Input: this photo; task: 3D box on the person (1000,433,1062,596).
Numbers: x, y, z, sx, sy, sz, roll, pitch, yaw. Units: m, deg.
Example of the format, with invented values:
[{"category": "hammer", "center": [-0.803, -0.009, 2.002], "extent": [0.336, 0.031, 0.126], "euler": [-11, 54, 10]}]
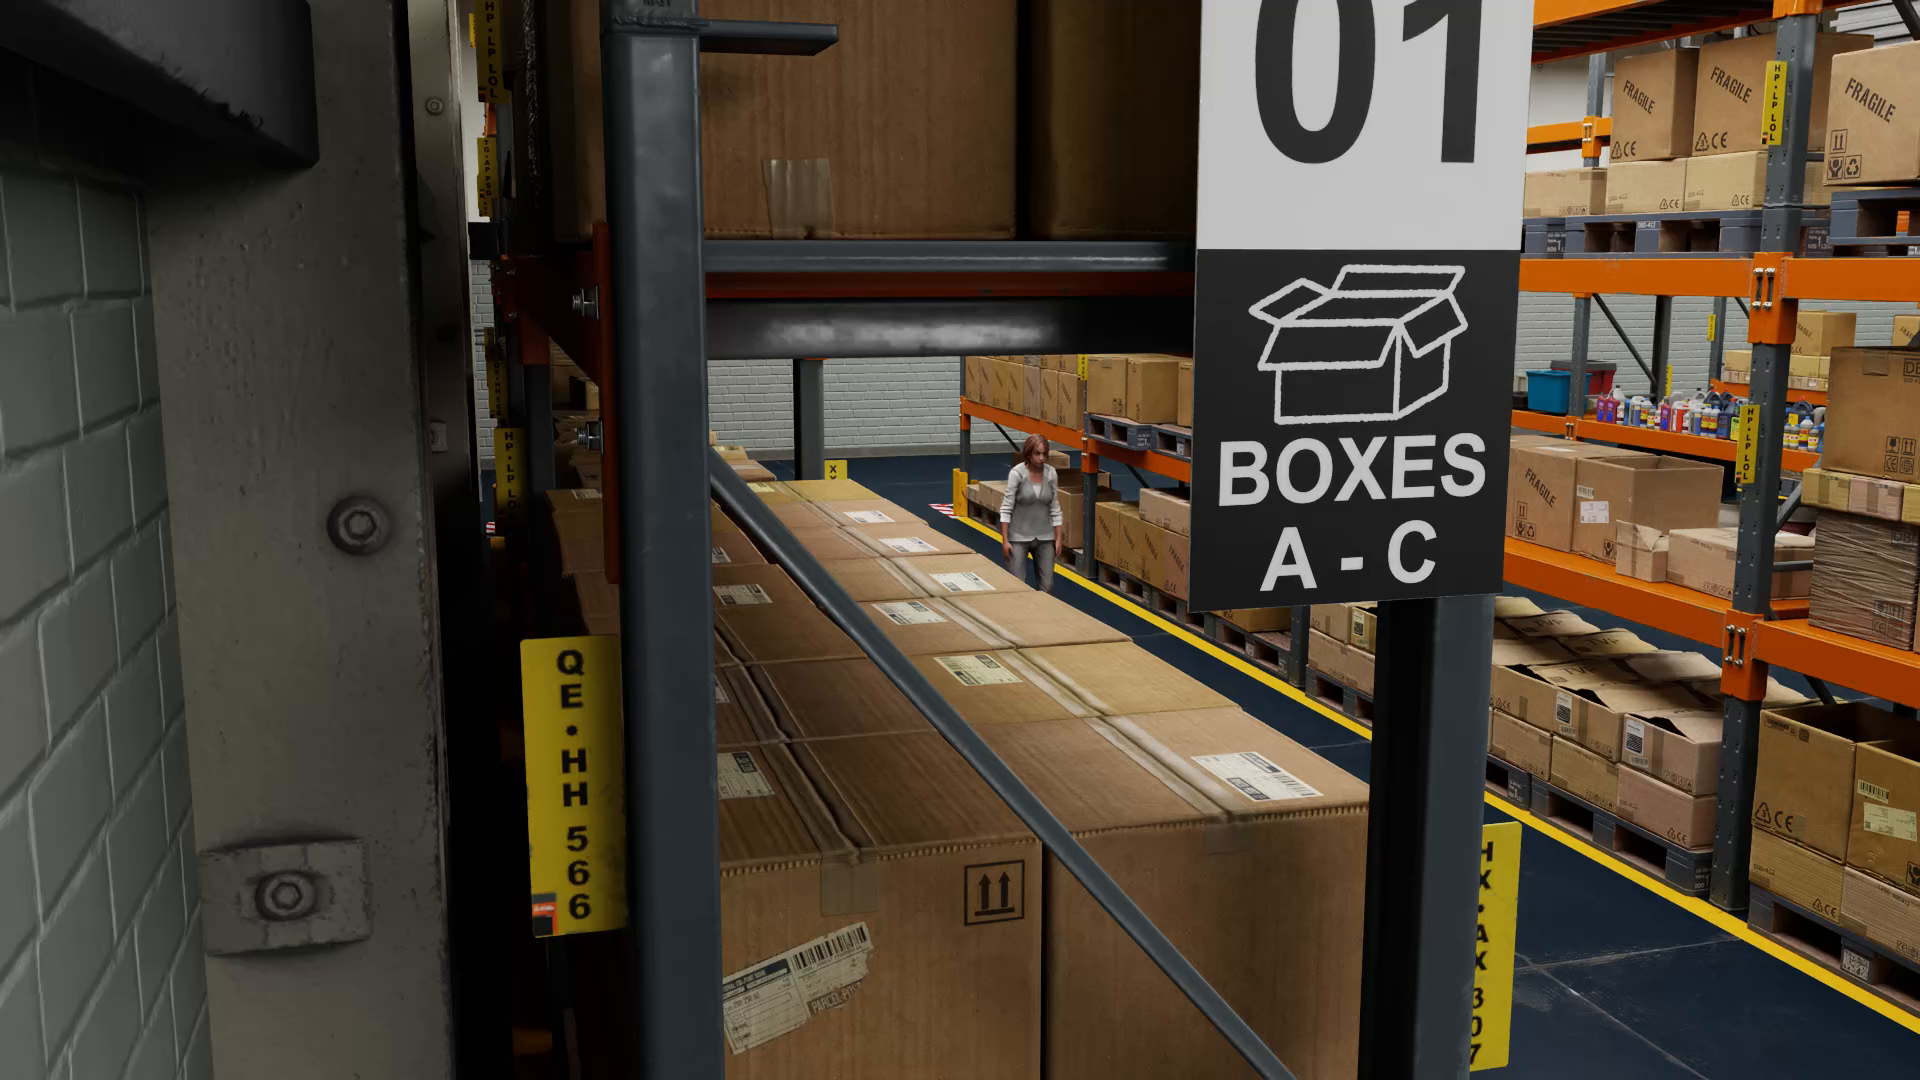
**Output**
[{"category": "person", "center": [0.511, 0.028, 11.908], "extent": [0.467, 1.593, 0.350], "euler": [-3, 10, -16]}]
